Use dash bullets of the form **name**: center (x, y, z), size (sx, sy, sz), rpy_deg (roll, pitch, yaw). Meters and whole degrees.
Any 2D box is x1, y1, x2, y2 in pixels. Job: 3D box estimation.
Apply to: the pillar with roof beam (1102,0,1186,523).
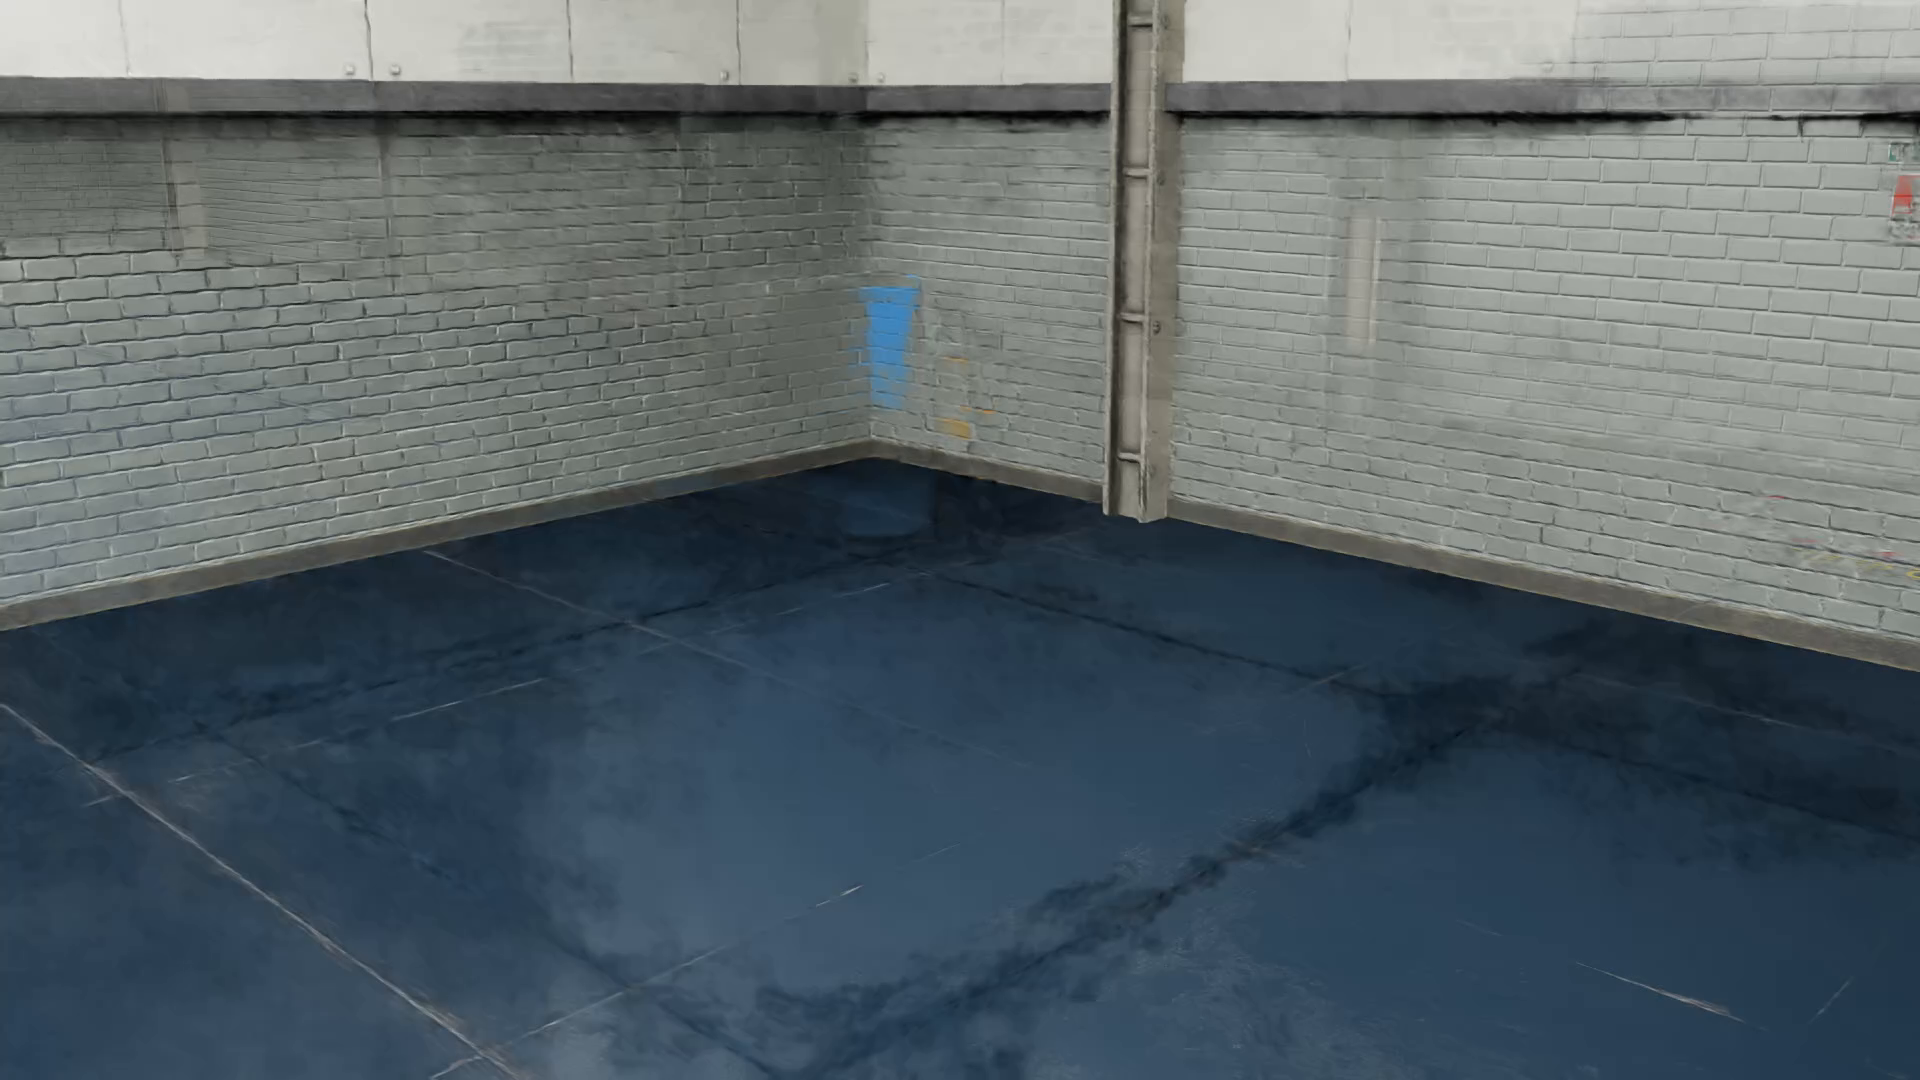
- **pillar with roof beam**: center (-13.452, -7.396, 18.468), size (0.400, 9.000, 9.100), rpy_deg (14, 20, 42)
